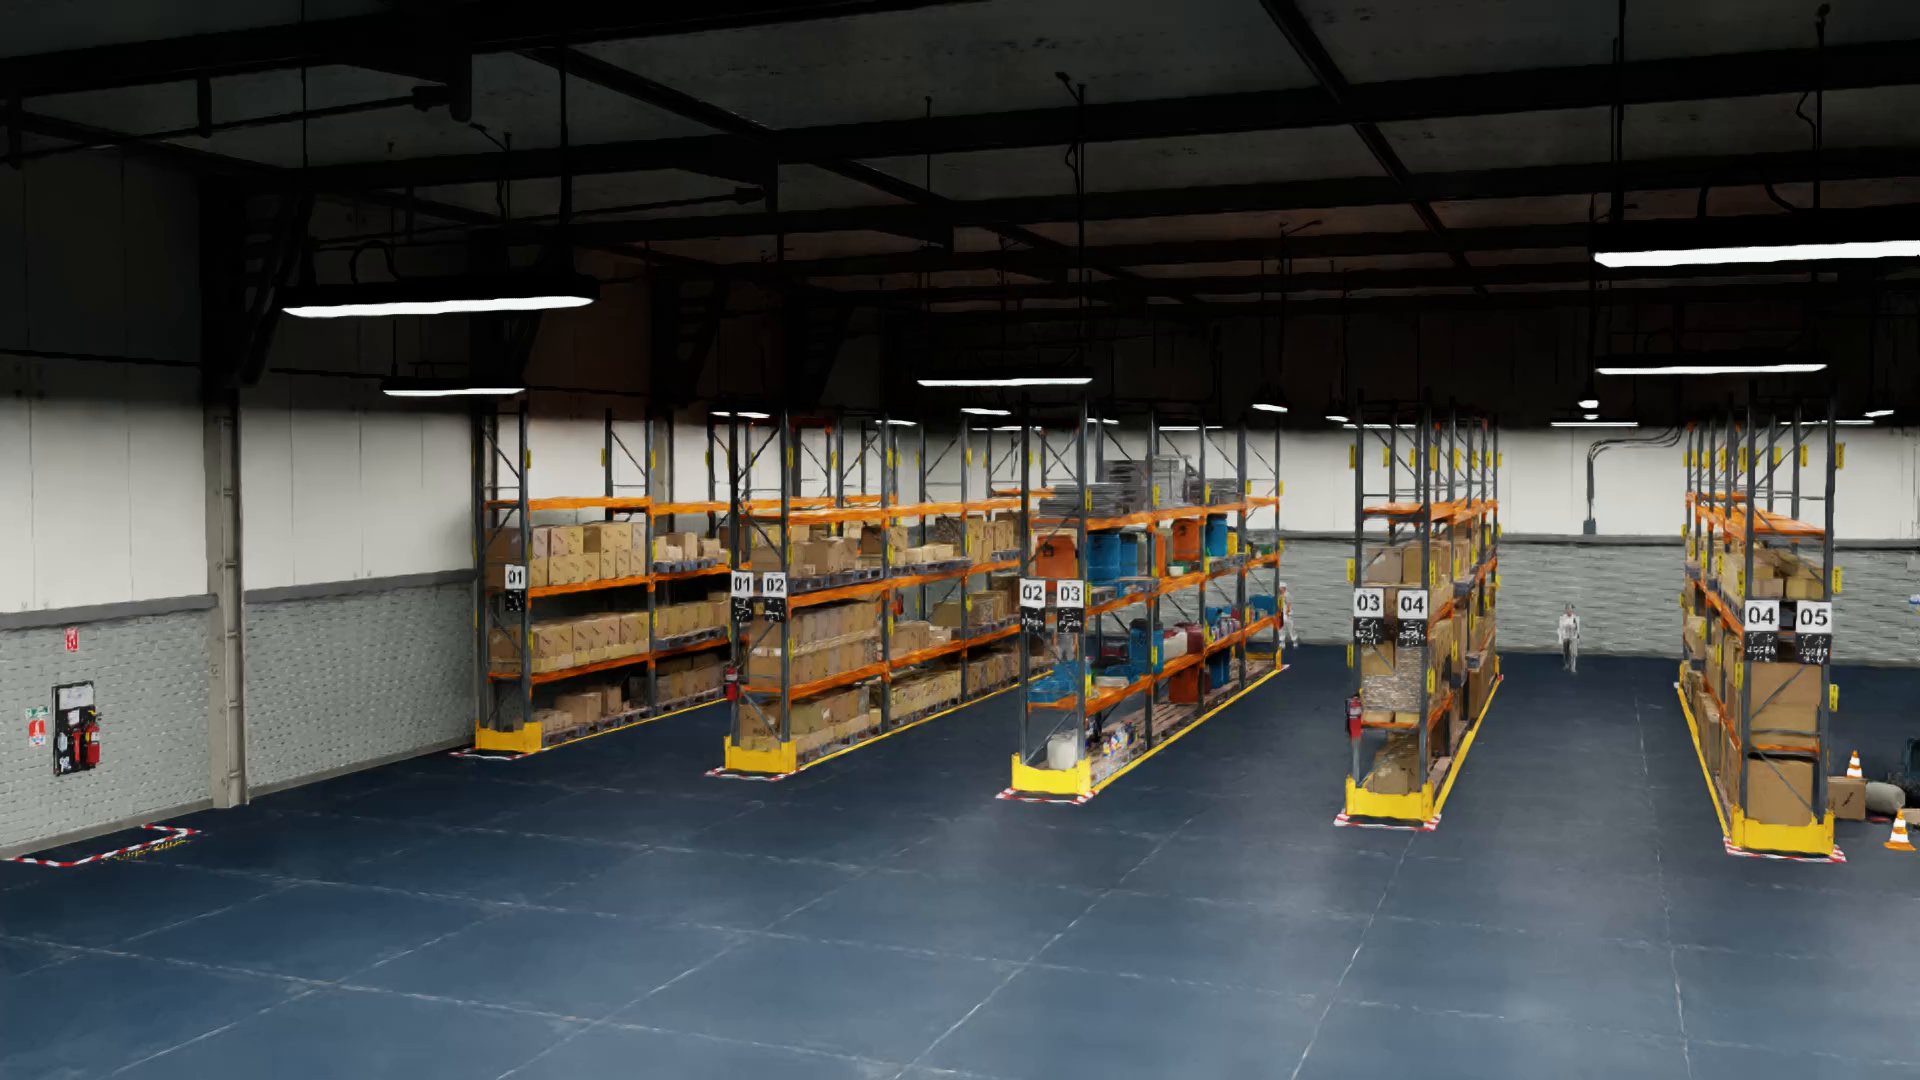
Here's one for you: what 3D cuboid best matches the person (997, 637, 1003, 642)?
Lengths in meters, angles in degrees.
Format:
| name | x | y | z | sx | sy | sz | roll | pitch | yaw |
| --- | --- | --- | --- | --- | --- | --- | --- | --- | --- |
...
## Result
| name | x | y | z | sx | sy | sz | roll | pitch | yaw |
| --- | --- | --- | --- | --- | --- | --- | --- | --- | --- |
| person | 0.881 | 2.196 | 41.810 | 0.415 | 1.517 | 1.041 | 1 | 3 | 19 |

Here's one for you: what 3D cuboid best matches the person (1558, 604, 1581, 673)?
| name | x | y | z | sx | sy | sz | roll | pitch | yaw |
| --- | --- | --- | --- | --- | --- | --- | --- | --- | --- |
| person | 14.296 | 2.290 | 39.030 | 0.495 | 1.589 | 1.086 | 1 | 3 | 23 |

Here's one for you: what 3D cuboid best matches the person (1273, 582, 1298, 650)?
| name | x | y | z | sx | sy | sz | roll | pitch | yaw |
| --- | --- | --- | --- | --- | --- | --- | --- | --- | --- |
| person | 8.586 | 1.995 | 43.745 | 0.620 | 1.784 | 0.566 | -1 | 3 | -15 |

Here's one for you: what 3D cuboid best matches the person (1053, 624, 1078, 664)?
| name | x | y | z | sx | sy | sz | roll | pitch | yaw |
| --- | --- | --- | --- | --- | --- | --- | --- | --- | --- |
| person | 2.354 | 2.398 | 37.042 | 0.580 | 1.619 | 0.507 | 1 | 3 | 19 |
